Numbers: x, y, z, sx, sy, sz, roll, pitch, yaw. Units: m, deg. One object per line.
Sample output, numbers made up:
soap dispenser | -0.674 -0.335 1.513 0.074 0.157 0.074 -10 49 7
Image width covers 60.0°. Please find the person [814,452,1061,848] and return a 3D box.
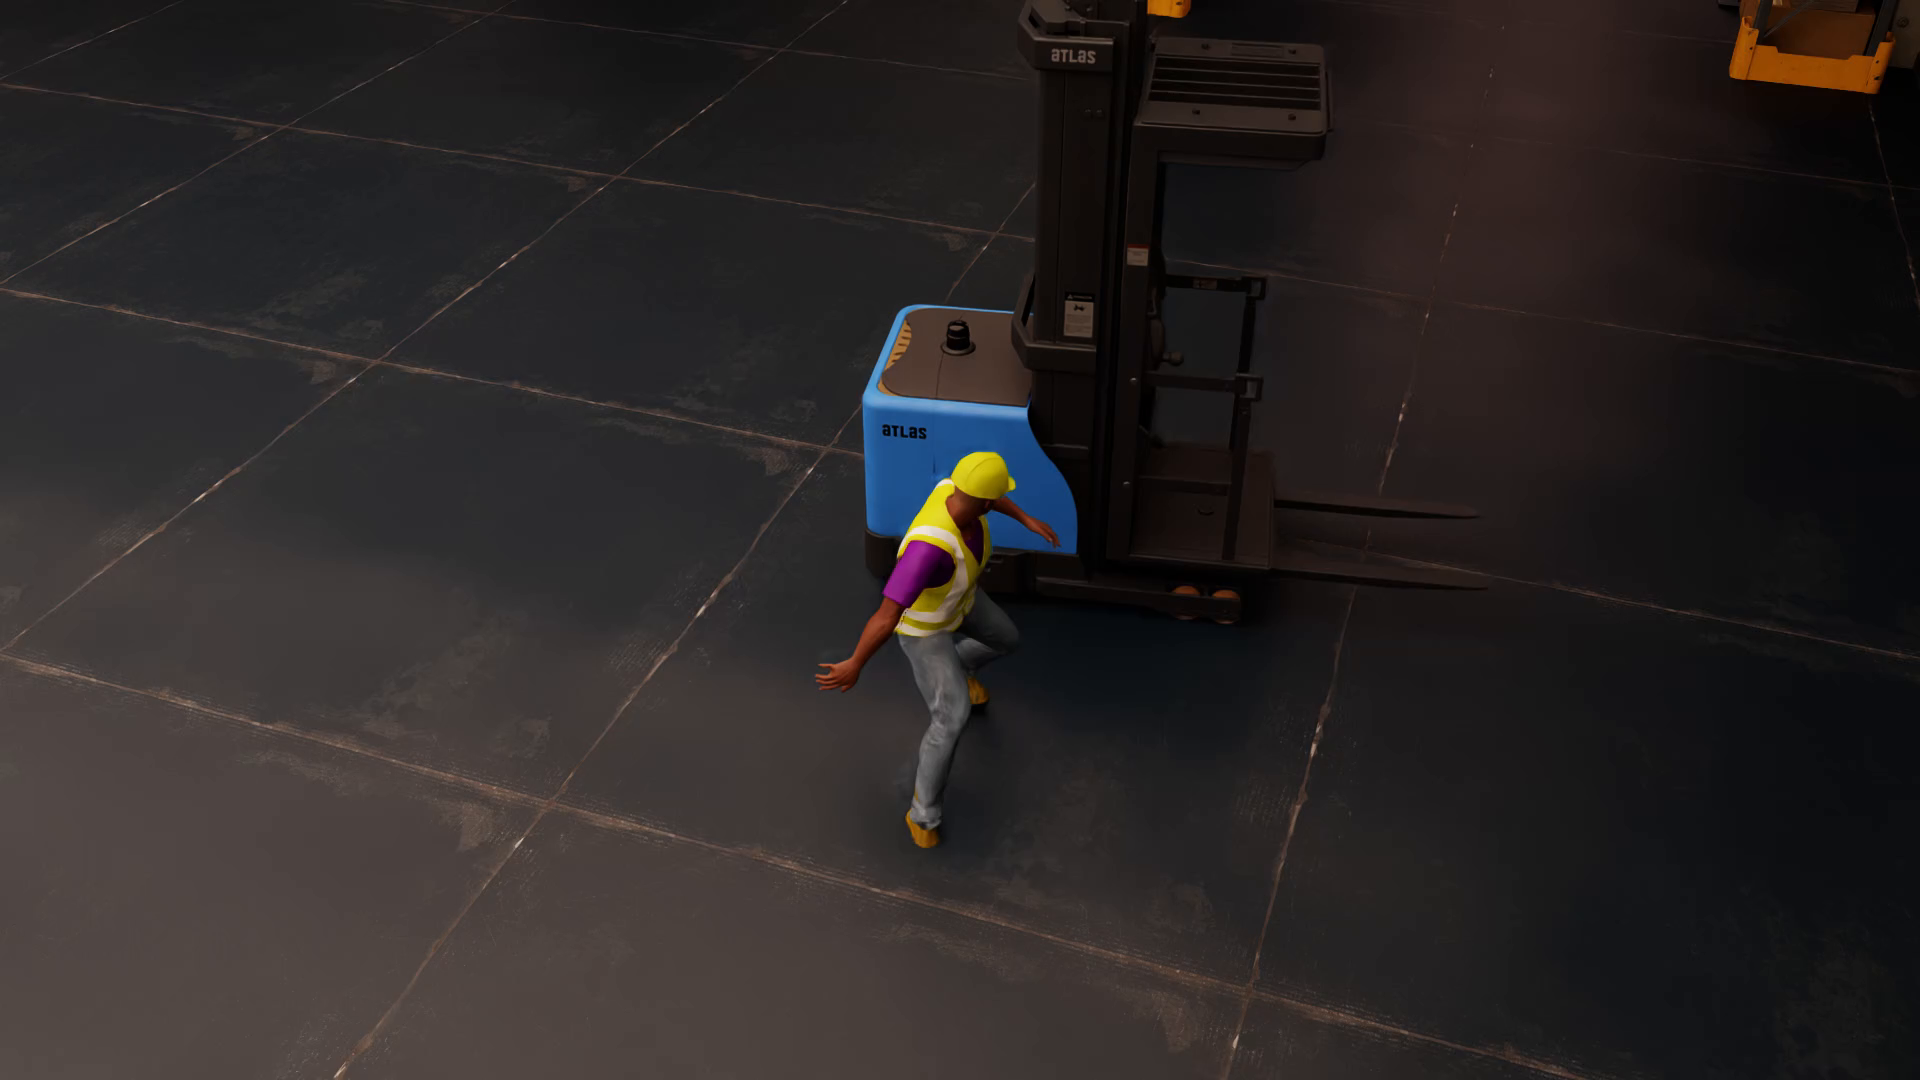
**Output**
person | -0.066 0.368 6.843 0.568 1.721 1.153 17 39 22

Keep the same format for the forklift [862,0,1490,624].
forklift | 1.092 -1.121 7.691 3.031 2.935 1.130 6 36 8
